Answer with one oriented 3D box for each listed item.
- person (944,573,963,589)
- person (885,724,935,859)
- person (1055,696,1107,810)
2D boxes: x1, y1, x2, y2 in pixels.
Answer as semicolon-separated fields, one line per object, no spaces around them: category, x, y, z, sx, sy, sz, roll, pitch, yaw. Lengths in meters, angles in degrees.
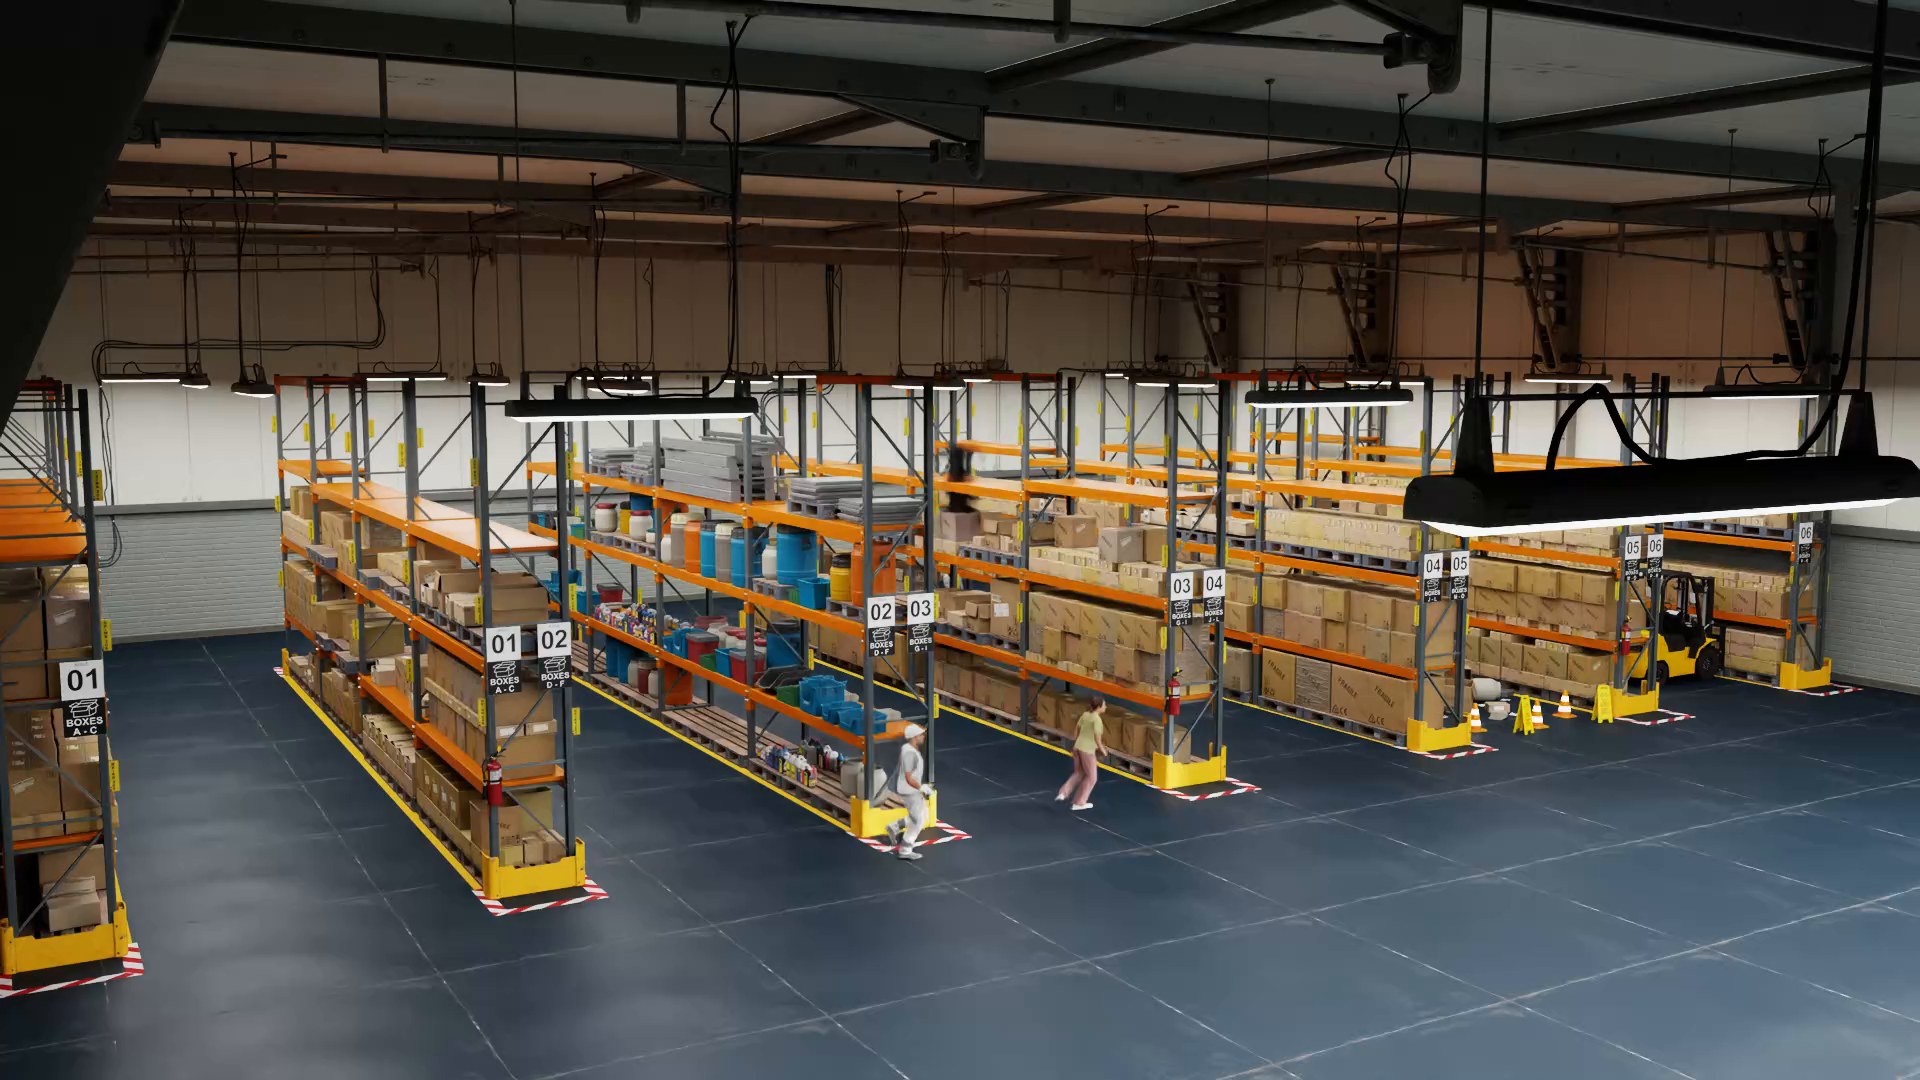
person;-0.166;0.684;43.516;0.681;1.845;0.865;3;7;23
person;-0.636;3.176;21.027;0.635;1.725;0.656;0;6;-3
person;1.708;2.989;23.322;0.701;1.596;0.565;-3;7;-27
